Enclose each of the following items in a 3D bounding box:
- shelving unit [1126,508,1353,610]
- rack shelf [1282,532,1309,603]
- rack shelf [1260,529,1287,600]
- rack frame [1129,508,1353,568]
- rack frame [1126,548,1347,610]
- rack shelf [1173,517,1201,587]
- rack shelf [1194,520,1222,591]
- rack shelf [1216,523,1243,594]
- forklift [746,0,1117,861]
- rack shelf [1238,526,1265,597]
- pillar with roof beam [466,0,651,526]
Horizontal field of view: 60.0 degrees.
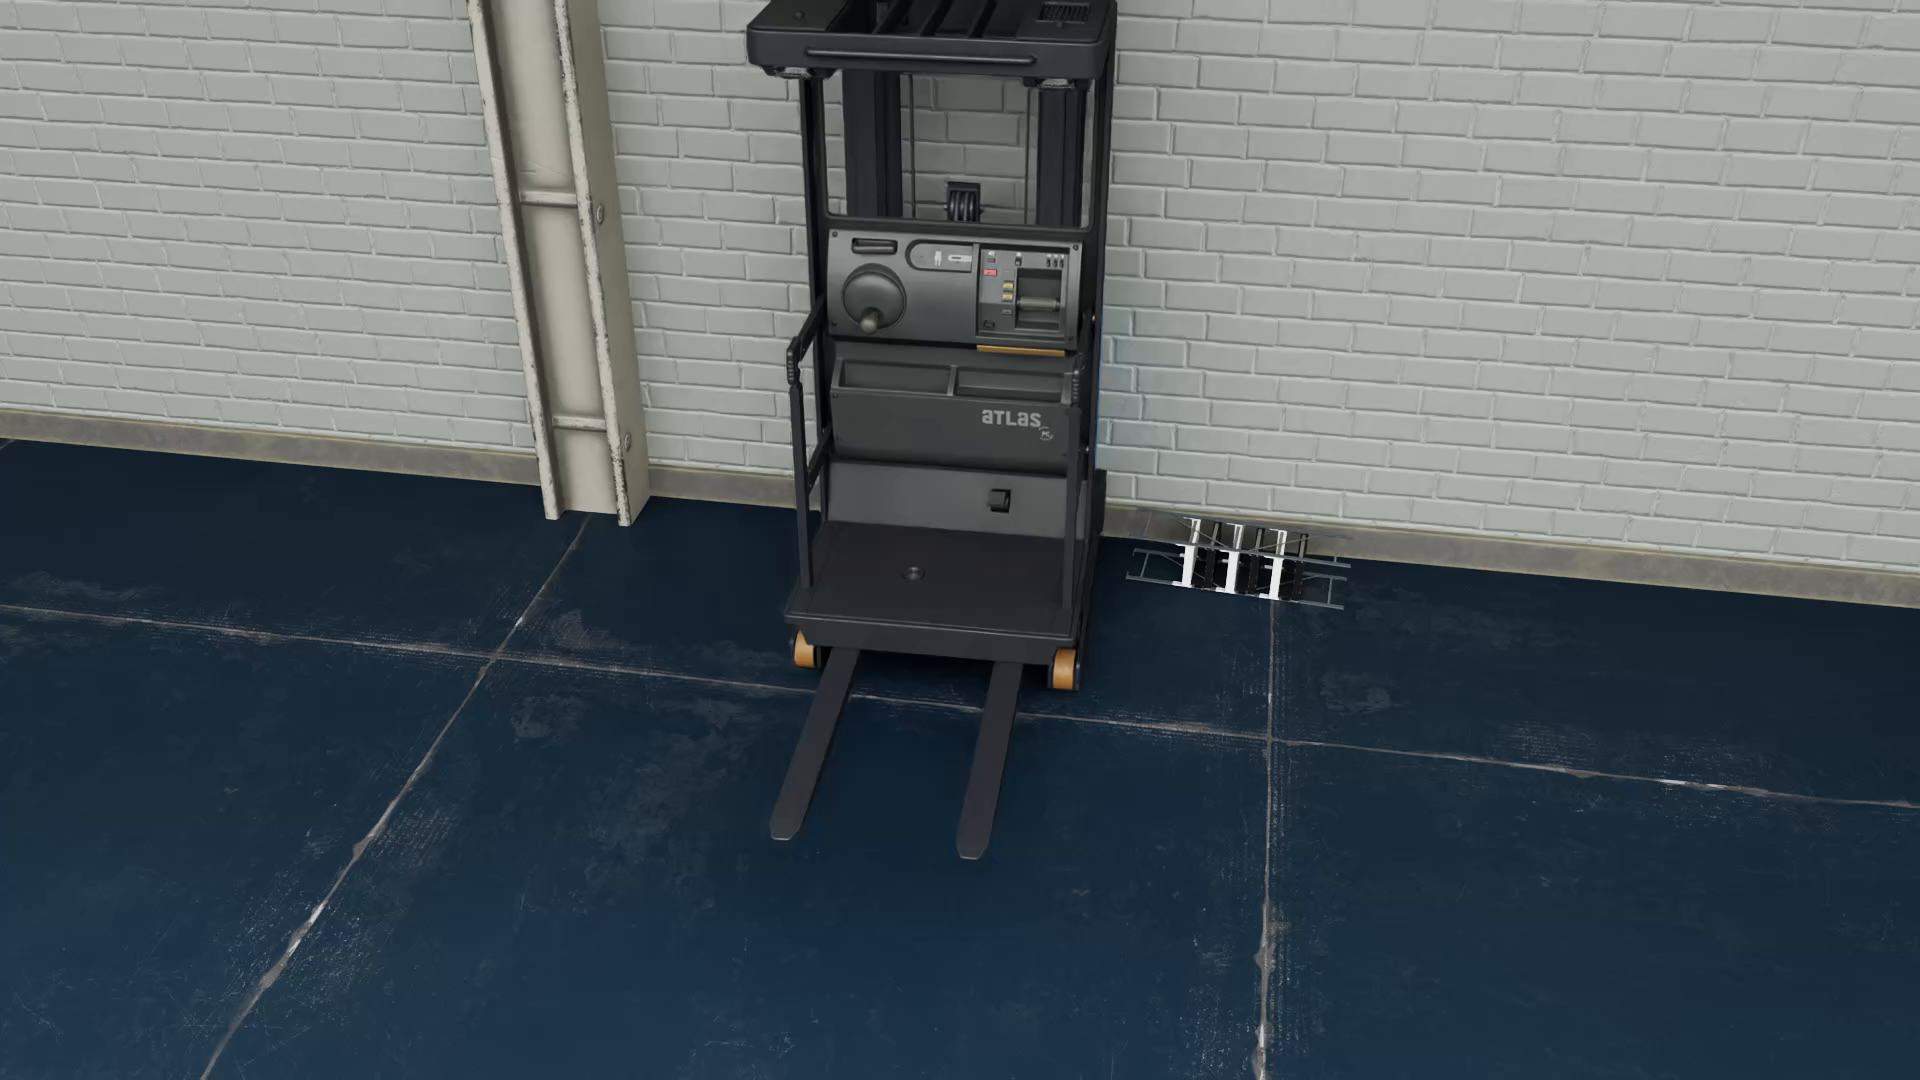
[{"bbox_3d":[1.161,0.073,6.927,0.900,0.210,0.258,8,33,12],"label":"shelving unit"},{"bbox_3d":[1.391,0.106,6.880,0.077,0.200,0.258,8,33,12],"label":"rack shelf"},{"bbox_3d":[1.303,0.093,6.898,0.077,0.200,0.258,8,33,12],"label":"rack shelf"},{"bbox_3d":[1.162,-0.013,6.873,0.900,0.006,0.240,8,33,12],"label":"rack frame"},{"bbox_3d":[1.160,0.159,6.982,0.900,0.006,0.240,8,33,12],"label":"rack frame"},{"bbox_3d":[0.954,0.044,6.970,0.077,0.200,0.258,8,33,12],"label":"rack shelf"},{"bbox_3d":[1.041,0.057,6.952,0.077,0.200,0.258,8,33,12],"label":"rack shelf"},{"bbox_3d":[1.129,0.069,6.934,0.077,0.200,0.258,8,33,12],"label":"rack shelf"},{"bbox_3d":[-0.053,-0.870,5.877,1.130,2.935,3.031,4,32,7],"label":"forklift"},{"bbox_3d":[1.216,0.081,6.916,0.077,0.200,0.258,8,33,12],"label":"rack shelf"},{"bbox_3d":[-2.350,-1.721,1.519,0.400,9.000,9.100,5,32,8],"label":"pillar with roof beam"}]
